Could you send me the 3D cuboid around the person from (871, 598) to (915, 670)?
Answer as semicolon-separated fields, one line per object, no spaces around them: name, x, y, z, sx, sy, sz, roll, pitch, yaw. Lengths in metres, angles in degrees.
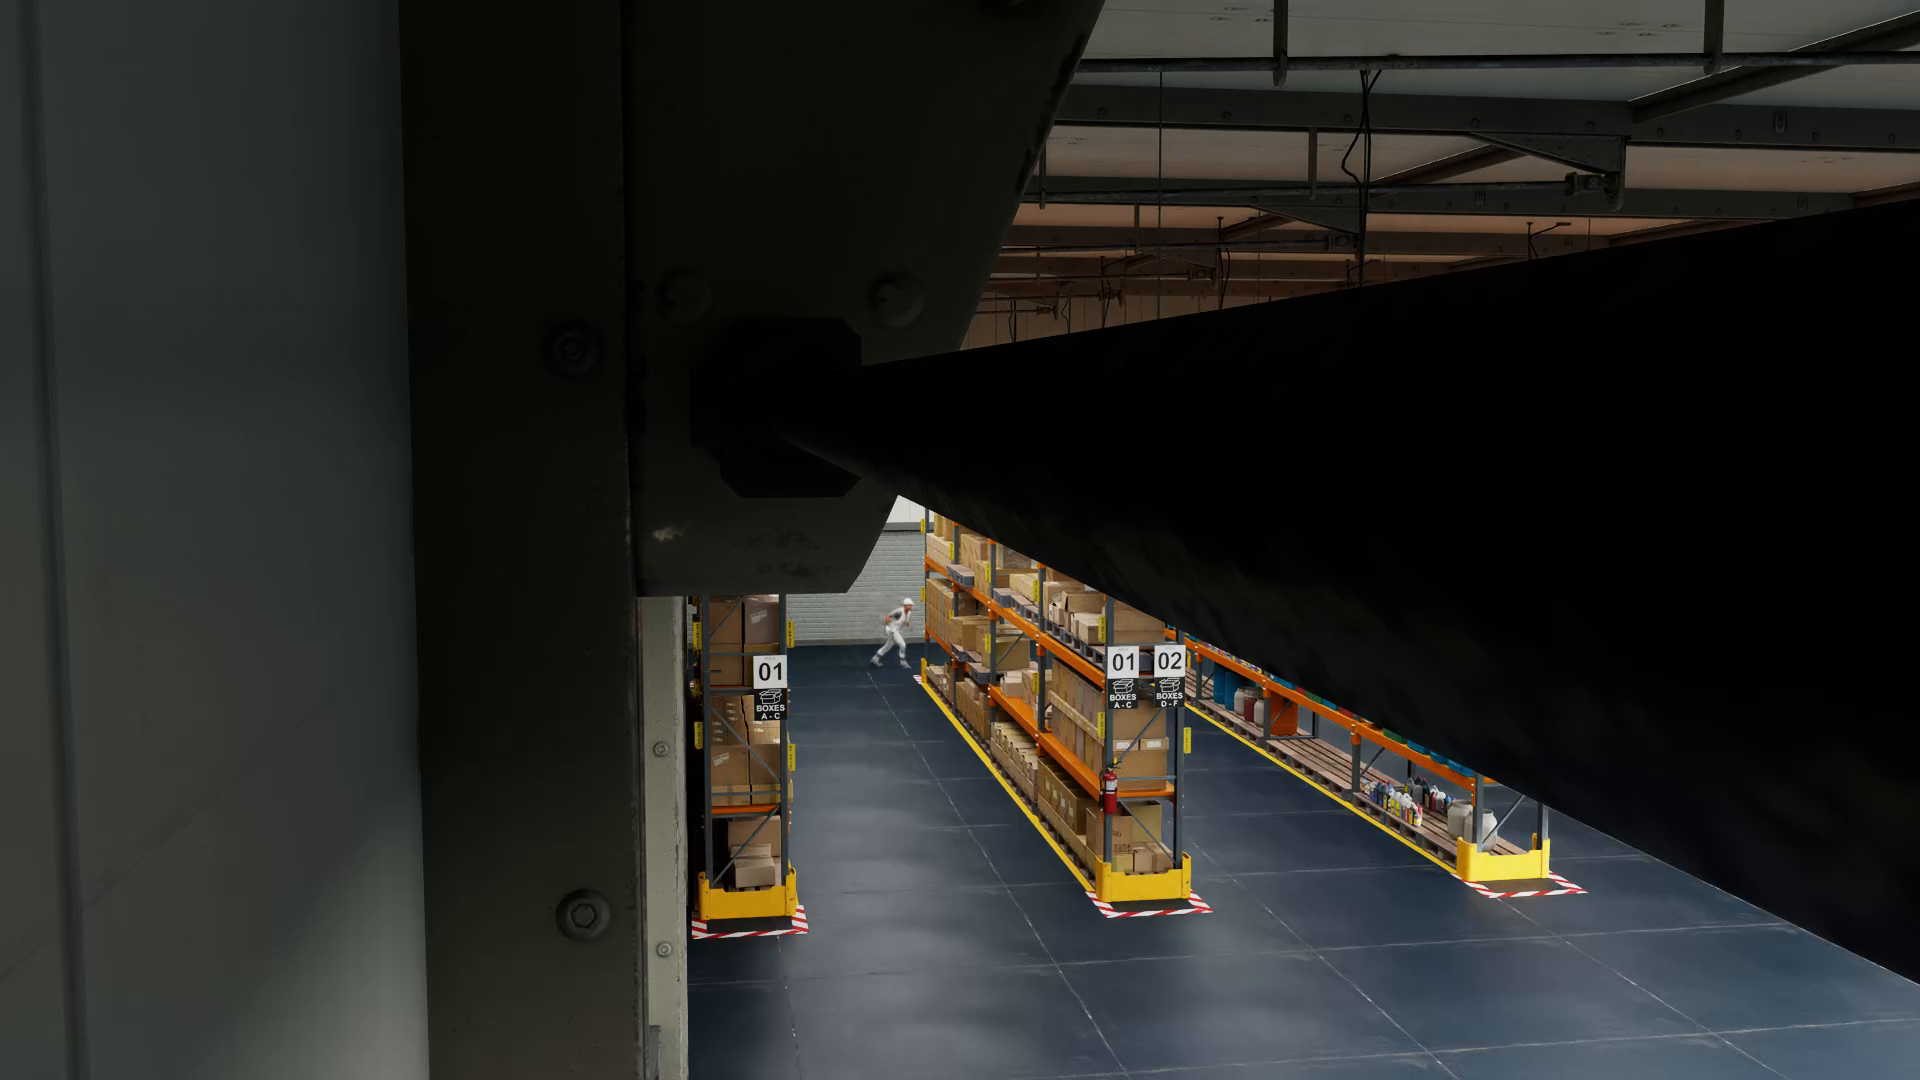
person;-1.528;2.139;38.257;1.046;1.633;0.697;2;6;26
